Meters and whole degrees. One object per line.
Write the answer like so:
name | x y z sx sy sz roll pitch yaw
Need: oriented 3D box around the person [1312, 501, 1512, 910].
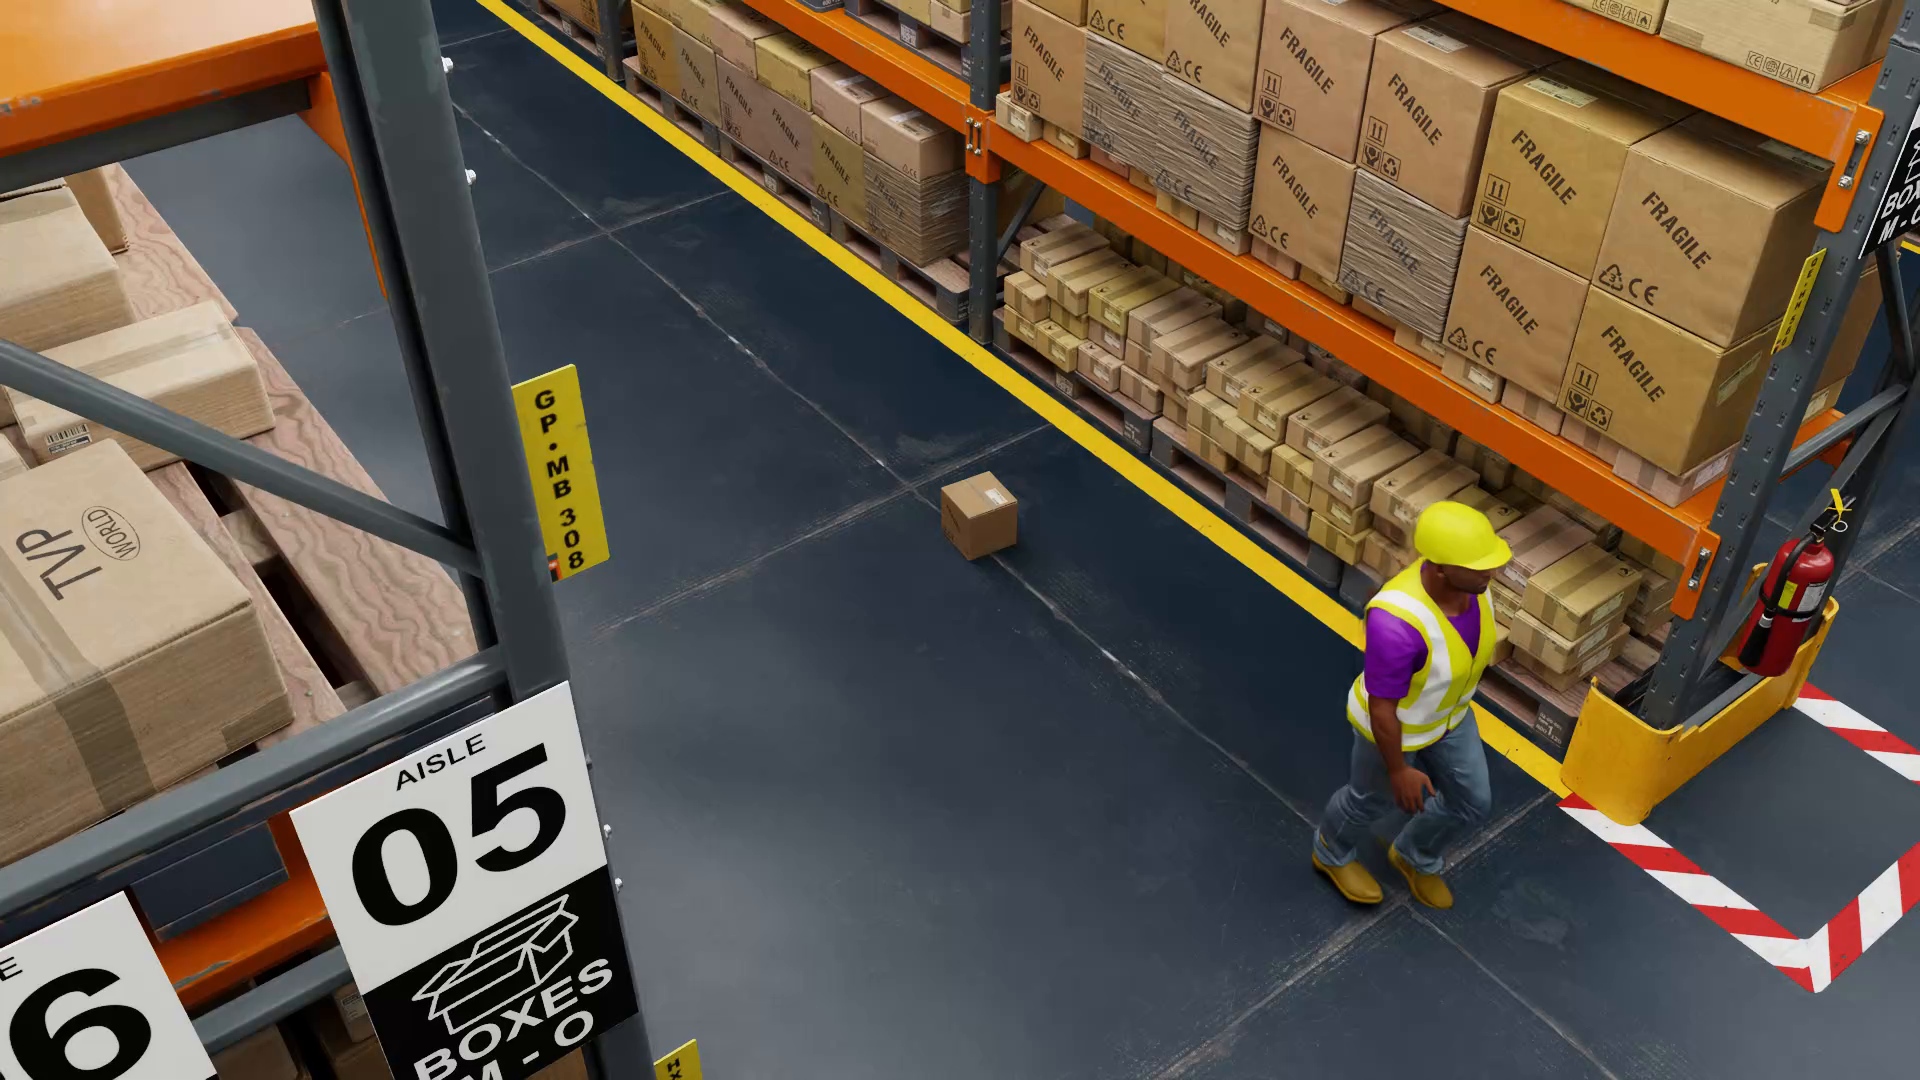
person | 1.481 0.603 5.427 0.584 1.810 0.529 -28 48 -29
